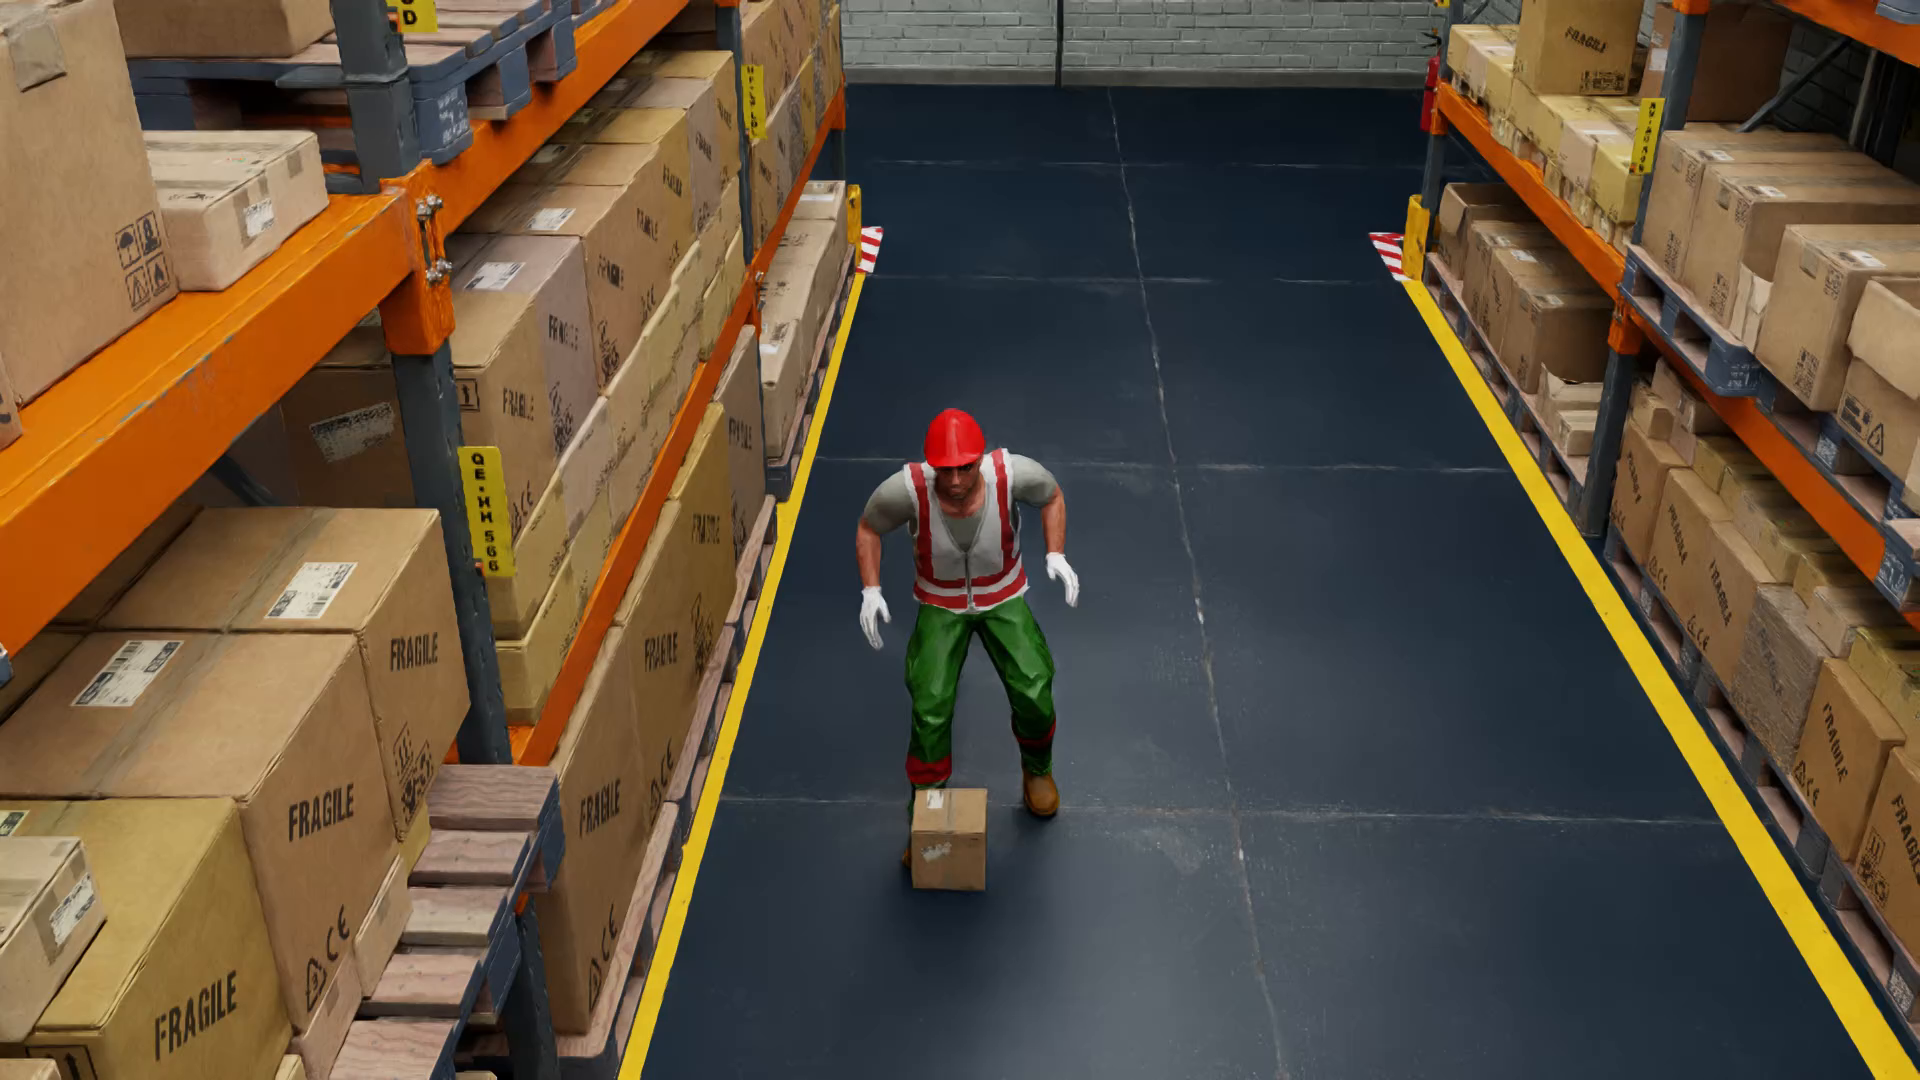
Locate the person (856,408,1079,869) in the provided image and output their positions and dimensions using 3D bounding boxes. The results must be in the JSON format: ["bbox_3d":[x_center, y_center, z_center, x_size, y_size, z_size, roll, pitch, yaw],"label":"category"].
[{"bbox_3d":[0.030,0.299,5.732,0.773,1.601,0.808,-1,28,-2],"label":"person"}]
